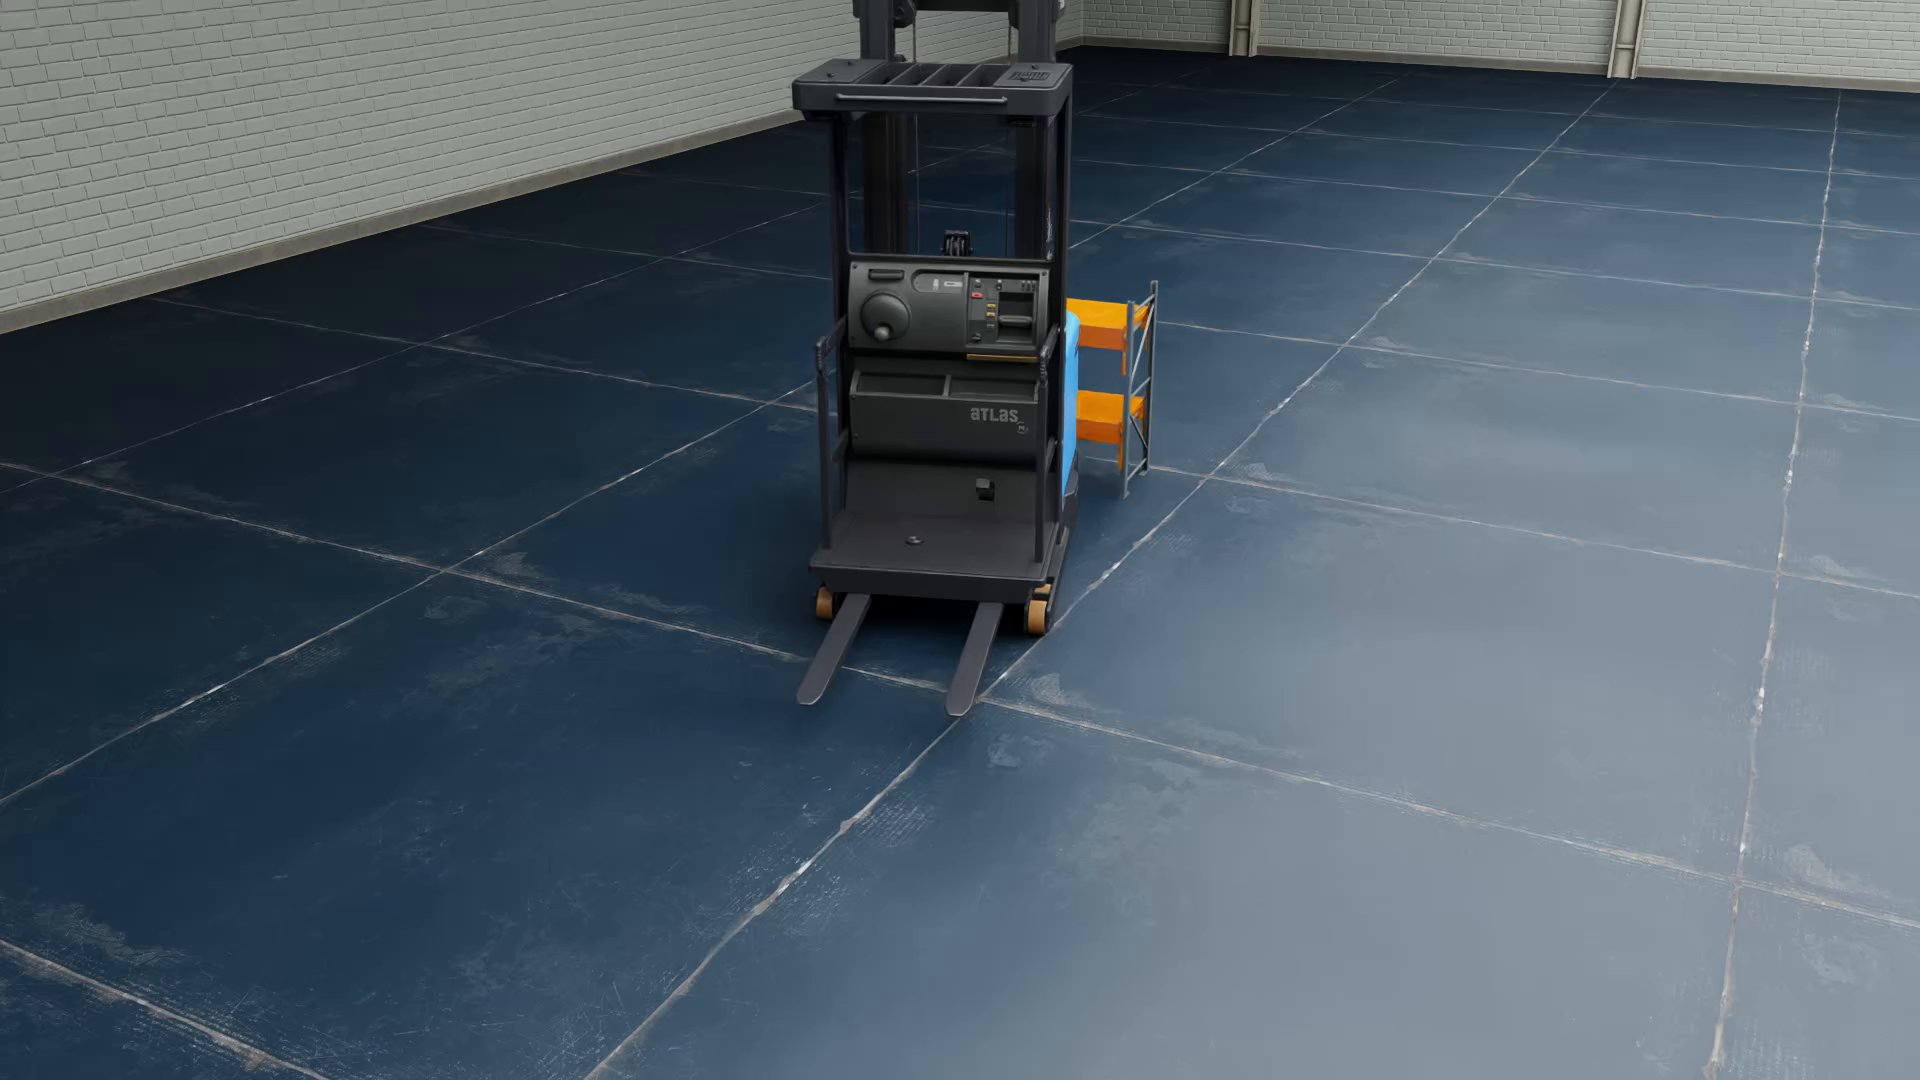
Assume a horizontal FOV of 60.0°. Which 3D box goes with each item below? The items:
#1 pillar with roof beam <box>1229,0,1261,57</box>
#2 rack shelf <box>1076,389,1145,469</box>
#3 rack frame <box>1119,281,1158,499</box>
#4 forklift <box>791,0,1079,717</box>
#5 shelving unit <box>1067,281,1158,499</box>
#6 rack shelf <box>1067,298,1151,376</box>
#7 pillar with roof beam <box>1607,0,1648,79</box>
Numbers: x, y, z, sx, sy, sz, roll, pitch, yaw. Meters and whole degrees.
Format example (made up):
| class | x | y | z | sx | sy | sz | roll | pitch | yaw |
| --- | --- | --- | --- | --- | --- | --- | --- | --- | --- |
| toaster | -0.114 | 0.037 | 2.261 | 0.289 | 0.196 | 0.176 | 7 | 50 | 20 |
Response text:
| class | x | y | z | sx | sy | sz | roll | pitch | yaw |
| --- | --- | --- | --- | --- | --- | --- | --- | --- | --- |
| pillar with roof beam | 2.792 | -10.759 | 22.551 | 0.400 | 9.000 | 9.100 | 11 | 25 | 25 |
| rack shelf | 0.525 | -0.687 | 9.552 | 1.000 | 0.278 | 0.538 | 9 | 25 | 20 |
| rack frame | 0.997 | -0.838 | 9.282 | 0.032 | 1.125 | 0.500 | 9 | 25 | 20 |
| forklift | -0.086 | -1.055 | 7.487 | 1.130 | 2.935 | 3.031 | 3 | 23 | 8 |
| shelving unit | 0.525 | -0.912 | 9.456 | 1.048 | 1.125 | 0.538 | 9 | 25 | 20 |
| rack shelf | 0.525 | -1.182 | 9.342 | 1.000 | 0.278 | 0.538 | 9 | 25 | 20 |
| pillar with roof beam | 8.147 | -9.700 | 20.060 | 0.400 | 9.000 | 9.100 | 11 | 25 | 25 |
